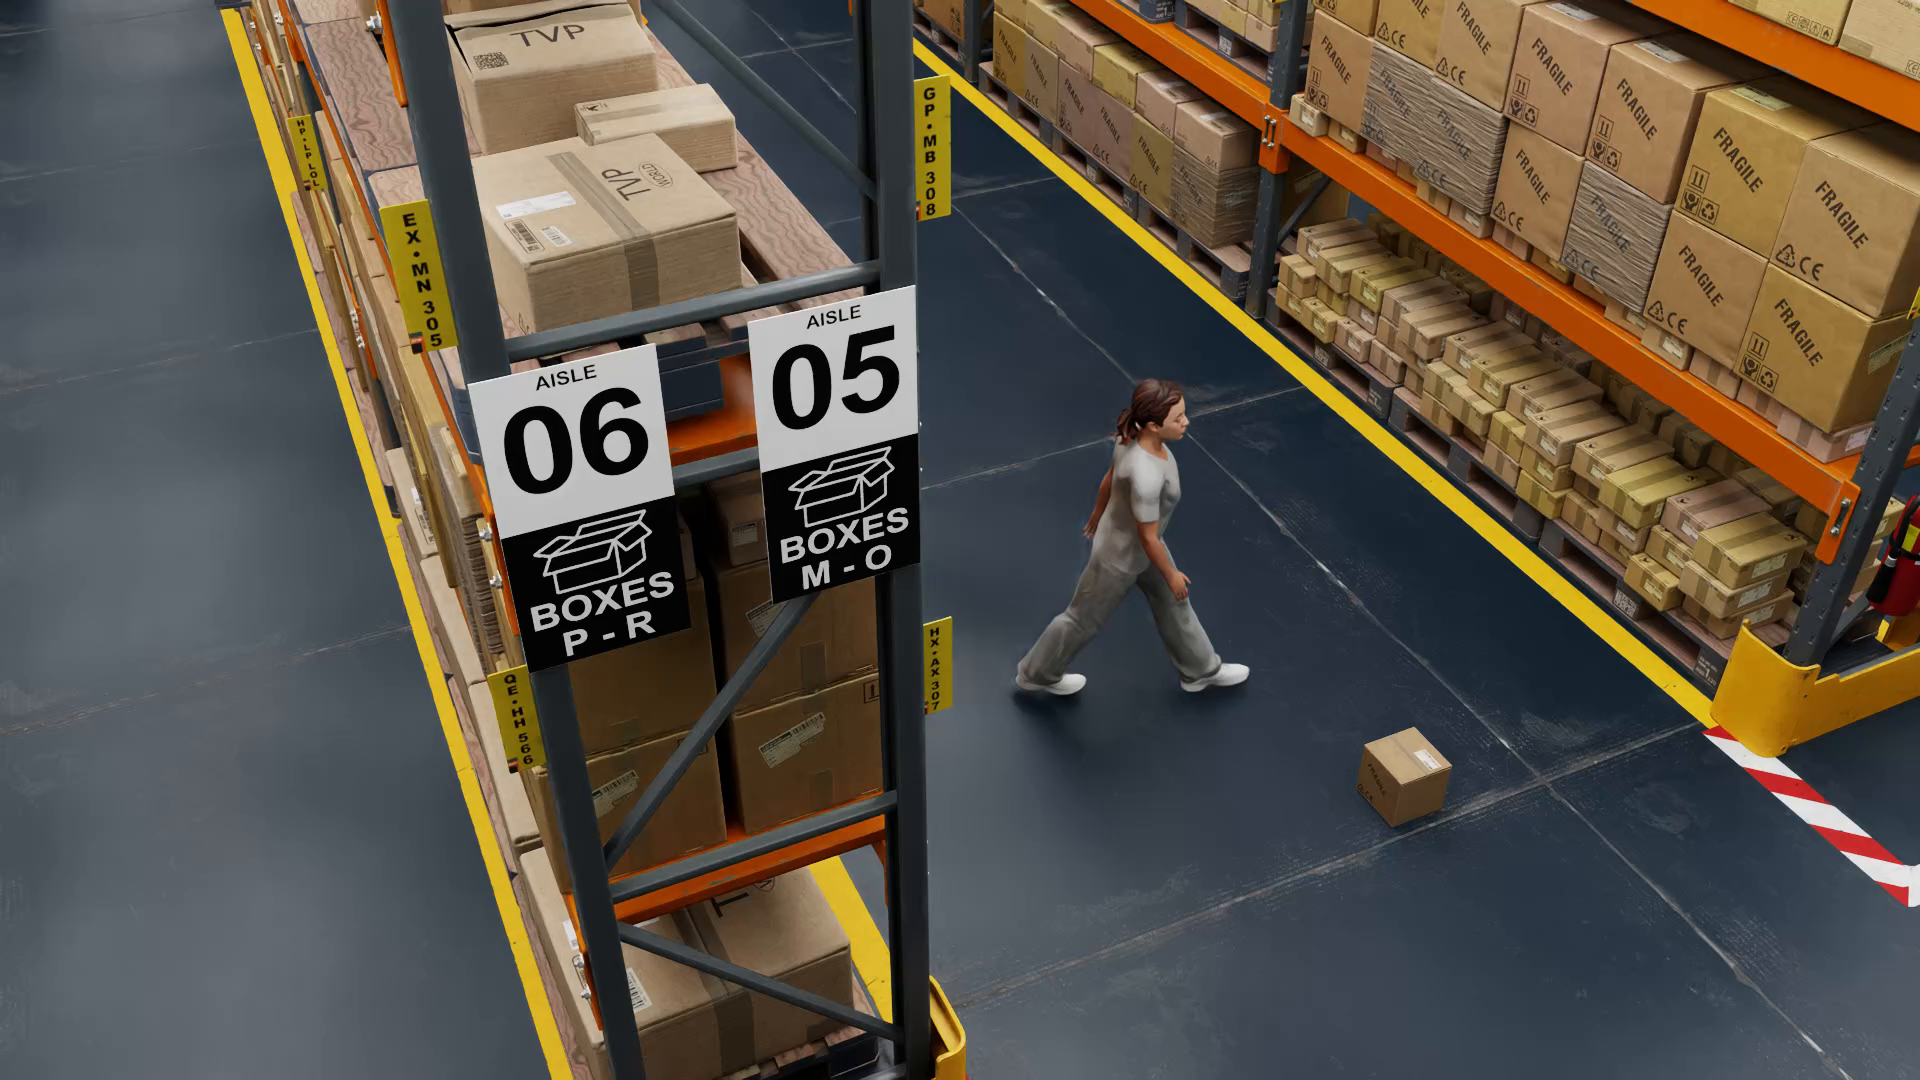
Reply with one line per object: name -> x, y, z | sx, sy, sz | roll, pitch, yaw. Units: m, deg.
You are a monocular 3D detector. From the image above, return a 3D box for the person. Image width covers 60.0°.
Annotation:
person -> 0.748, 0.037, 6.797 | 1.013, 1.606, 0.474 | 6, 38, 8
